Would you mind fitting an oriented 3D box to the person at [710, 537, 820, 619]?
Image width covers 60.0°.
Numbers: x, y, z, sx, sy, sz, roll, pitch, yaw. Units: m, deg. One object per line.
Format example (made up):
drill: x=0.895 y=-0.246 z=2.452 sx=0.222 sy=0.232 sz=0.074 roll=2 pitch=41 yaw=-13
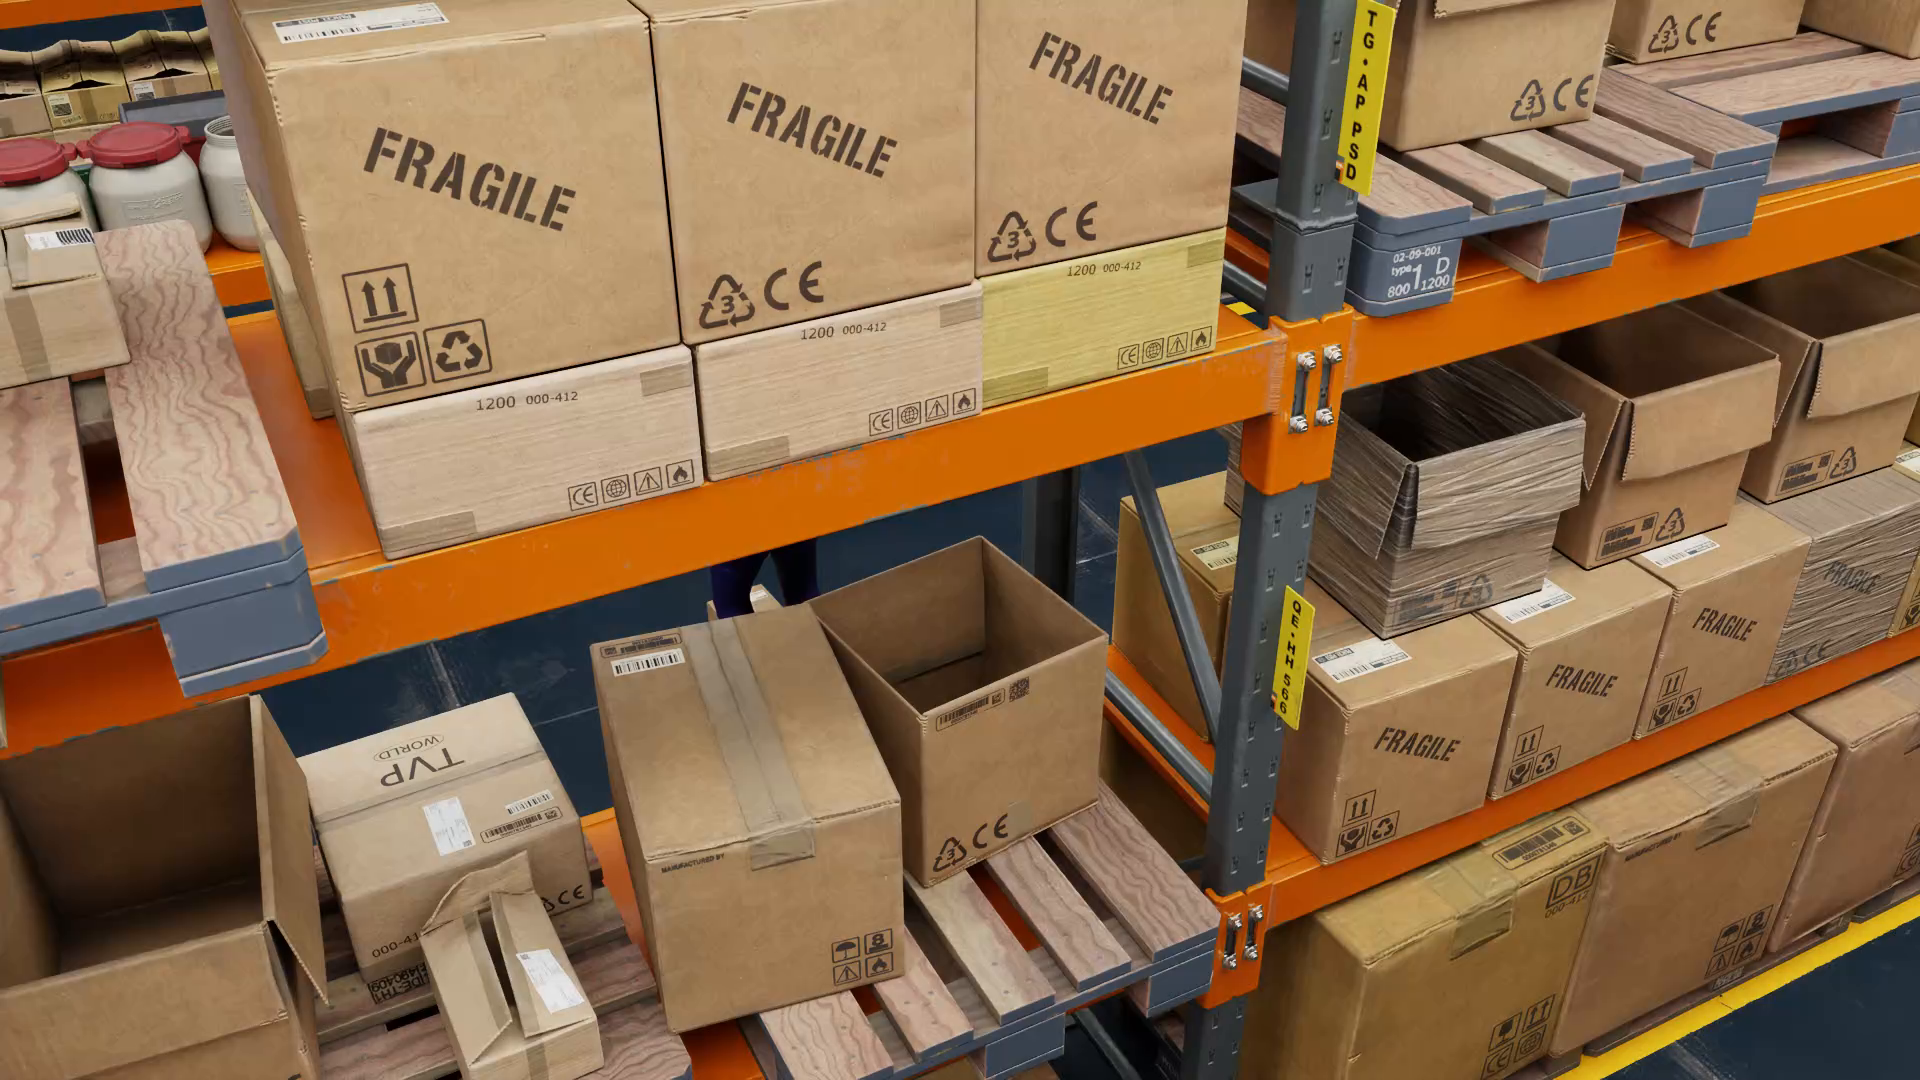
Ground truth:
person: x=-0.750 y=-0.019 z=6.336 sx=0.554 sy=1.476 sz=0.369 roll=-18 pitch=37 yaw=-25
